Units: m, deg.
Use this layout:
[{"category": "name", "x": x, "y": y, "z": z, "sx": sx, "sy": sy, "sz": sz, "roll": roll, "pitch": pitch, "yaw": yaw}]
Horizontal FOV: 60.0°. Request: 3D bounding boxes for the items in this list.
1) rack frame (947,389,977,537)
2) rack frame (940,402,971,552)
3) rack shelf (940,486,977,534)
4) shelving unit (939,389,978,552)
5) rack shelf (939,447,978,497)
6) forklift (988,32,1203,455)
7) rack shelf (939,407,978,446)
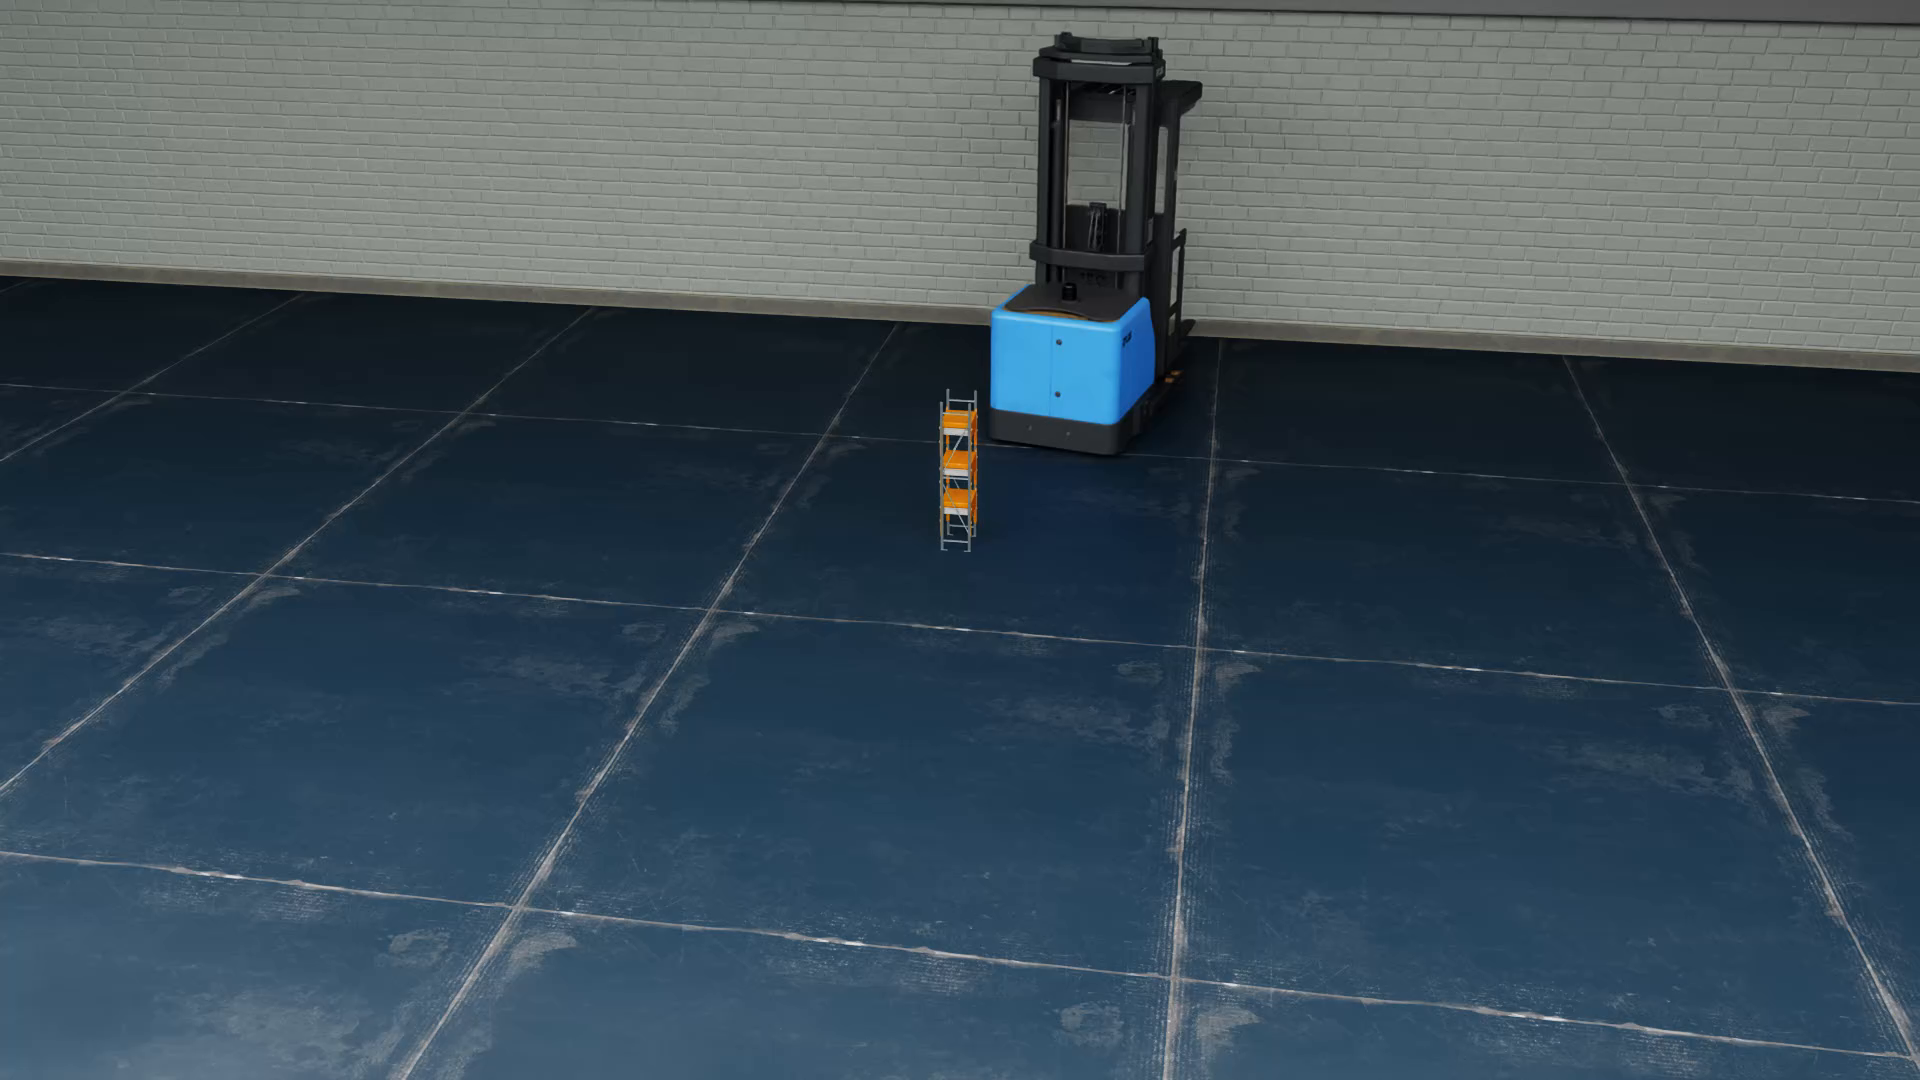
[{"category": "rack frame", "x": 0.011, "y": -0.504, "z": 11.089, "sx": 0.200, "sy": 1.050, "sz": 0.008, "roll": 4, "pitch": 25, "yaw": 9}, {"category": "rack frame", "x": -0.029, "y": -0.402, "z": 10.871, "sx": 0.200, "sy": 1.050, "sz": 0.008, "roll": 4, "pitch": 25, "yaw": 9}, {"category": "rack shelf", "x": -0.009, "y": -0.192, "z": 11.102, "sx": 0.215, "sy": 0.259, "sz": 0.240, "roll": 4, "pitch": 25, "yaw": 9}, {"category": "shelving unit", "x": -0.009, "y": -0.453, "z": 10.980, "sx": 0.215, "sy": 1.050, "sz": 0.252, "roll": 4, "pitch": 25, "yaw": 9}, {"category": "rack shelf", "x": -0.009, "y": -0.444, "z": 10.984, "sx": 0.215, "sy": 0.259, "sz": 0.240, "roll": 4, "pitch": 25, "yaw": 9}, {"category": "forklift", "x": 1.237, "y": -2.562, "z": 13.266, "sx": 1.130, "sy": 2.935, "sz": 3.031, "roll": 10, "pitch": 27, "yaw": 20}, {"category": "rack shelf", "x": -0.009, "y": -0.701, "z": 10.864, "sx": 0.215, "sy": 0.259, "sz": 0.240, "roll": 4, "pitch": 25, "yaw": 9}]
